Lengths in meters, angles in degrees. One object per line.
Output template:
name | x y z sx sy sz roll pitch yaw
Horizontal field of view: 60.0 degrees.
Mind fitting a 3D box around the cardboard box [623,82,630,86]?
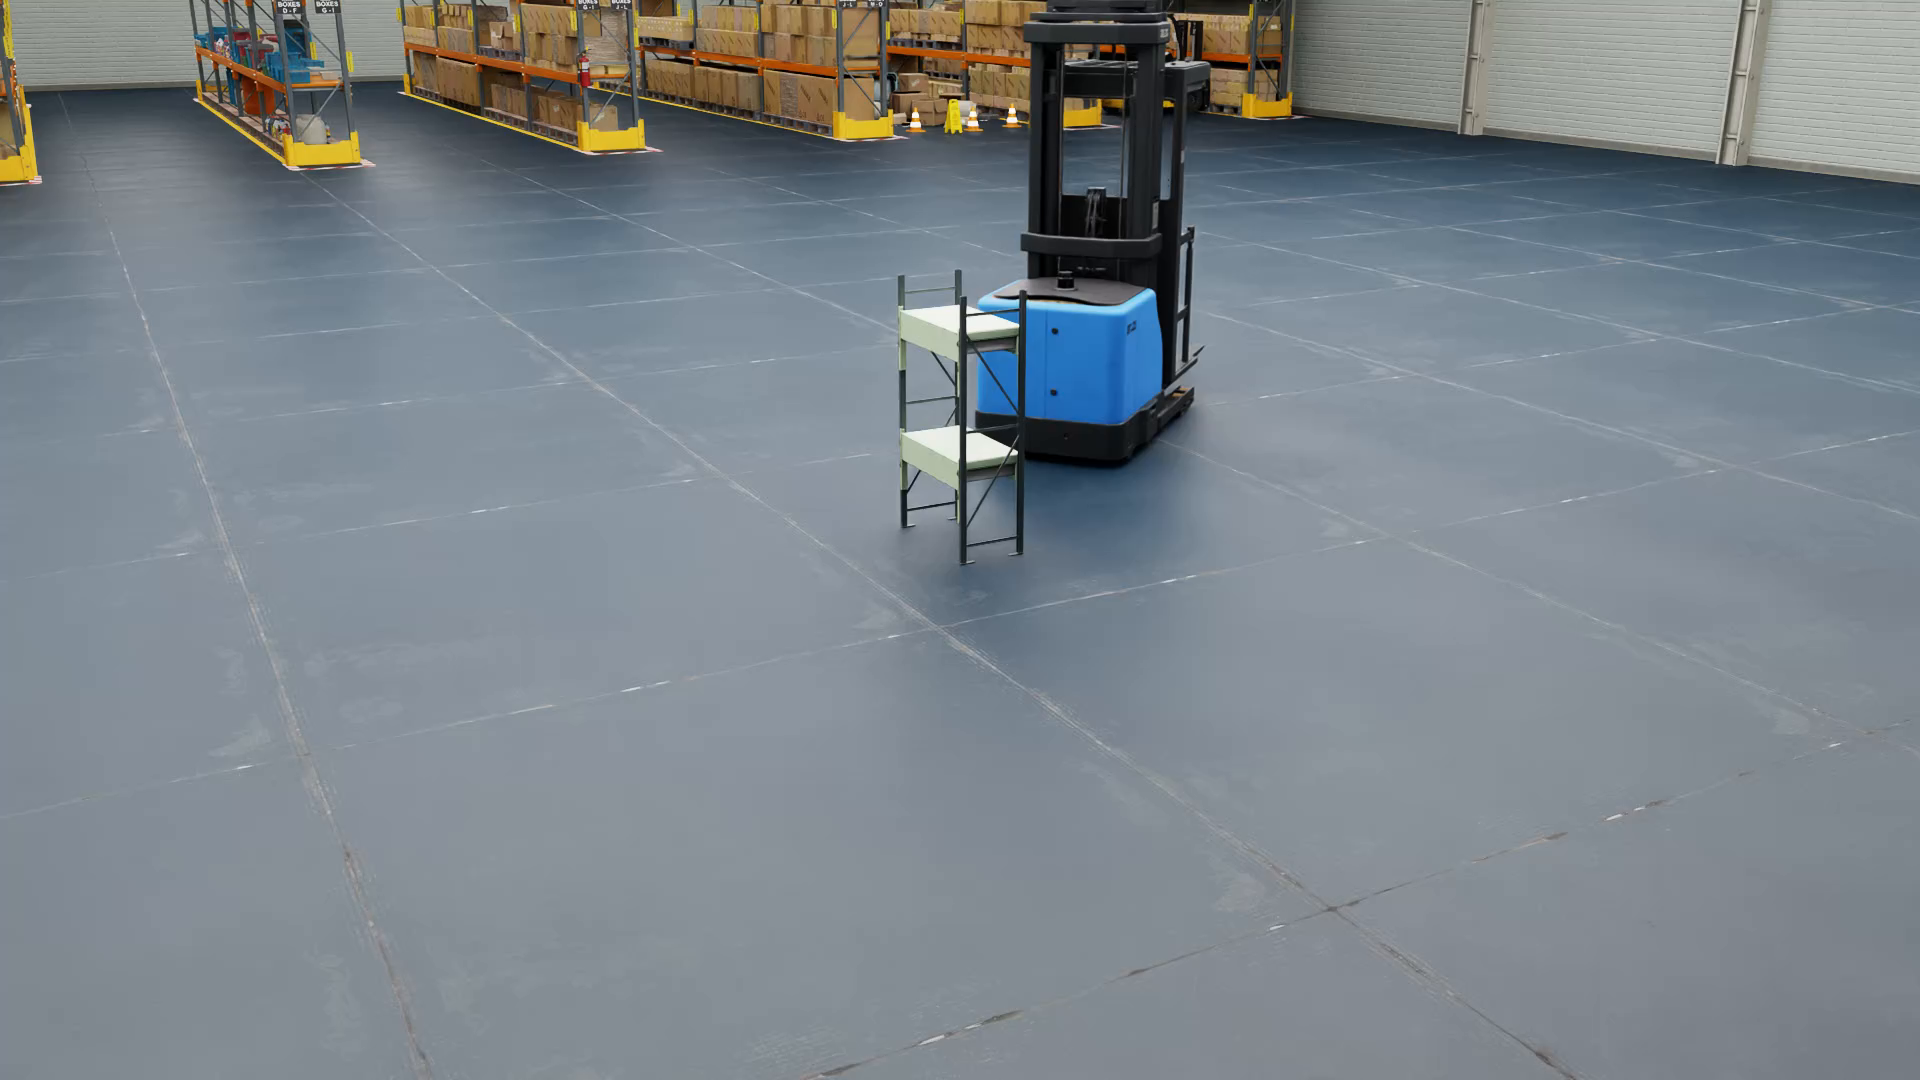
cardboard box | -8.563 -11.917 43.296 0.380 0.149 0.250 -10 21 -27

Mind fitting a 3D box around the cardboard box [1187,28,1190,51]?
cardboard box | 5.373 -11.566 38.398 0.500 0.500 0.500 -10 22 -27

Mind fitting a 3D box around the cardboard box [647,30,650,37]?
cardboard box | -7.433 -12.382 40.657 0.380 0.149 0.250 -10 21 -26

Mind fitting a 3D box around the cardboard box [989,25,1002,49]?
cardboard box | 0.971 -10.941 36.129 0.500 0.500 0.500 -10 21 -27

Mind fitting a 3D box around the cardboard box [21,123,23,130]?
cardboard box | -17.624 -7.635 30.730 0.500 0.250 0.500 -10 21 -26

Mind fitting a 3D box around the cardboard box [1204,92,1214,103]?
cardboard box | 5.829 -10.104 37.887 0.500 0.250 0.500 -10 21 -26

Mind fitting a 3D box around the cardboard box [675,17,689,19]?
cardboard box | -6.735 -12.688 40.631 0.380 0.149 0.250 -11 22 -28

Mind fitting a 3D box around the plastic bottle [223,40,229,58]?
plastic bottle | -15.607 -10.462 35.427 0.144 0.351 0.185 -10 21 -27

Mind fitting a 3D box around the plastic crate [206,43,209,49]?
plastic crate | -17.125 -11.381 38.345 0.437 0.125 0.590 -10 21 -27

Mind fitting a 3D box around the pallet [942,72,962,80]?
pallet | 0.181 -13.505 48.446 1.003 0.211 1.213 -10 21 -27

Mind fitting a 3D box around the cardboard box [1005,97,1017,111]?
cardboard box | 1.308 -9.449 35.988 0.500 0.250 0.500 -11 22 -29

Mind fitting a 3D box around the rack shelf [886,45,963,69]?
rack shelf | -0.428 -11.443 39.297 1.077 0.370 4.000 -10 21 -27

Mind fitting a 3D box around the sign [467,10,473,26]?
sign | -10.586 -11.282 35.955 0.100 0.325 0.005 -10 21 -27

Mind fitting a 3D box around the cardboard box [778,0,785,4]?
cardboard box | -4.696 -14.698 45.941 0.500 0.500 0.500 -10 21 -27

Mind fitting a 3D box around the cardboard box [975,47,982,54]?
cardboard box | 0.555 -10.885 36.964 0.380 0.149 0.250 -9 21 -25

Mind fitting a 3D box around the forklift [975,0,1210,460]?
forklift | 1.117 -2.351 11.952 1.130 2.935 3.031 7 20 20

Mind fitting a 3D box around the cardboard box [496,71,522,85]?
cardboard box | -9.754 -10.015 36.065 0.500 0.250 0.500 -9 21 -24

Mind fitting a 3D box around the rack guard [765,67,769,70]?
rack guard | -5.188 -13.479 47.927 1.175 0.500 0.348 -10 21 -27

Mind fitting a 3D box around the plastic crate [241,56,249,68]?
plastic crate | -13.634 -9.263 32.201 0.450 0.188 0.662 -10 21 -27

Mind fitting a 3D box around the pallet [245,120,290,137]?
pallet | -13.549 -8.159 32.951 1.003 0.211 1.213 -10 21 -27

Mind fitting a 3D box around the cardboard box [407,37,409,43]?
cardboard box | -13.897 -12.773 42.436 0.380 0.149 0.250 -10 22 -27

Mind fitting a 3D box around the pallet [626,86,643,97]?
pallet | -7.935 -11.579 42.863 1.003 0.211 1.213 -10 21 -27

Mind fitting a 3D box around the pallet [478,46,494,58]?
pallet | -9.667 -10.543 35.882 1.213 0.211 1.003 -10 21 -27

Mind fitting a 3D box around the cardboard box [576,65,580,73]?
cardboard box | -6.735 -8.528 30.134 0.380 0.149 0.250 -10 21 -27

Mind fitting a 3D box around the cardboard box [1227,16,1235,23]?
cardboard box | 6.140 -11.532 36.849 0.380 0.149 0.250 -9 21 -25

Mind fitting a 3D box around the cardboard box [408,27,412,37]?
cardboard box | -13.655 -12.861 42.077 0.500 0.250 0.500 -10 22 -27

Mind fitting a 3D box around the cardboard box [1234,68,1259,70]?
cardboard box | 6.486 -10.512 37.535 0.500 0.250 0.500 -10 21 -27

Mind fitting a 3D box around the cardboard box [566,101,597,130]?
cardboard box | -7.176 -8.073 31.618 0.500 0.500 0.500 -8 21 -22

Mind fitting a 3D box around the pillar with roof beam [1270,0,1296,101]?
pillar with roof beam | 3.462 -13.339 34.493 9.100 9.000 0.400 -10 21 -27

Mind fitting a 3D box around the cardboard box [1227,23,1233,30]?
cardboard box | 6.160 -11.393 36.903 0.380 0.149 0.250 -10 21 -26

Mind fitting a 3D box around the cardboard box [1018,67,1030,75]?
cardboard box | 1.461 -9.978 35.376 0.380 0.149 0.250 -10 21 -26

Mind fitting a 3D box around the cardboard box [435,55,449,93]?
cardboard box | -12.241 -11.366 40.586 0.875 0.875 0.875 -10 21 -27

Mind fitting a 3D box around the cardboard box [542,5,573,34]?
cardboard box | -7.487 -9.737 31.109 0.500 0.500 0.500 -10 21 -27

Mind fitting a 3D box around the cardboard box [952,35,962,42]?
cardboard box | 0.035 -11.394 37.793 0.380 0.149 0.250 -10 21 -26

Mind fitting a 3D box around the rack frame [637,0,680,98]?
rack frame | -7.585 -12.710 41.866 1.000 3.000 0.127 -10 21 -27

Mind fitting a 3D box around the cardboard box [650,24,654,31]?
cardboard box | -7.301 -12.446 40.387 0.380 0.149 0.250 -9 21 -24

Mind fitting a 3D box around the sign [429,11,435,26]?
sign | -12.486 -12.331 39.319 0.100 0.325 0.005 -10 21 -27

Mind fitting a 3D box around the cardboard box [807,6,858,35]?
cardboard box | -2.518 -10.284 32.951 0.875 0.550 0.550 -10 21 -27

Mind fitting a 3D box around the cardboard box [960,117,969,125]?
cardboard box | 0.022 -8.776 34.837 0.380 0.149 0.250 1 19 2

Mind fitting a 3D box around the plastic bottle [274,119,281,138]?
plastic bottle | -12.161 -7.337 29.682 0.144 0.351 0.185 -9 21 -24

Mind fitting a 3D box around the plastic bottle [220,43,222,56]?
plastic bottle | -15.923 -10.620 36.001 0.152 0.276 0.135 -10 21 -27

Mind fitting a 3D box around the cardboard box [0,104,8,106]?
cardboard box | -16.039 -7.006 27.759 0.500 0.500 0.500 -10 21 -27

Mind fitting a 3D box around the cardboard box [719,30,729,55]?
cardboard box | -4.993 -11.004 36.770 0.500 0.500 0.500 -10 22 -27

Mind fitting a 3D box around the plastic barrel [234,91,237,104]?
plastic barrel | -15.588 -9.688 36.278 0.421 0.512 0.421 0 19 0

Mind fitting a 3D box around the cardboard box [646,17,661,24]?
cardboard box | -7.429 -12.661 40.554 0.380 0.149 0.250 -10 22 -27

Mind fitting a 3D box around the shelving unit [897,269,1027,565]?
shelving unit | 0.003 -0.707 9.381 0.431 1.500 0.755 -10 21 -27

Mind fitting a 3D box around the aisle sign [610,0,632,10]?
aisle sign | -6.007 -9.783 29.399 0.394 0.787 0.004 -10 21 -27

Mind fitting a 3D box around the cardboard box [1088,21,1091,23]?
cardboard box | 3.435 -13.057 41.724 0.380 0.149 0.250 -10 21 -26

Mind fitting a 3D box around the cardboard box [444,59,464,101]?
cardboard box | -11.252 -10.727 38.735 1.225 0.875 0.875 -11 22 -29

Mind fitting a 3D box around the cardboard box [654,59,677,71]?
cardboard box | -7.212 -11.675 40.907 0.500 0.250 0.500 -9 21 -25
